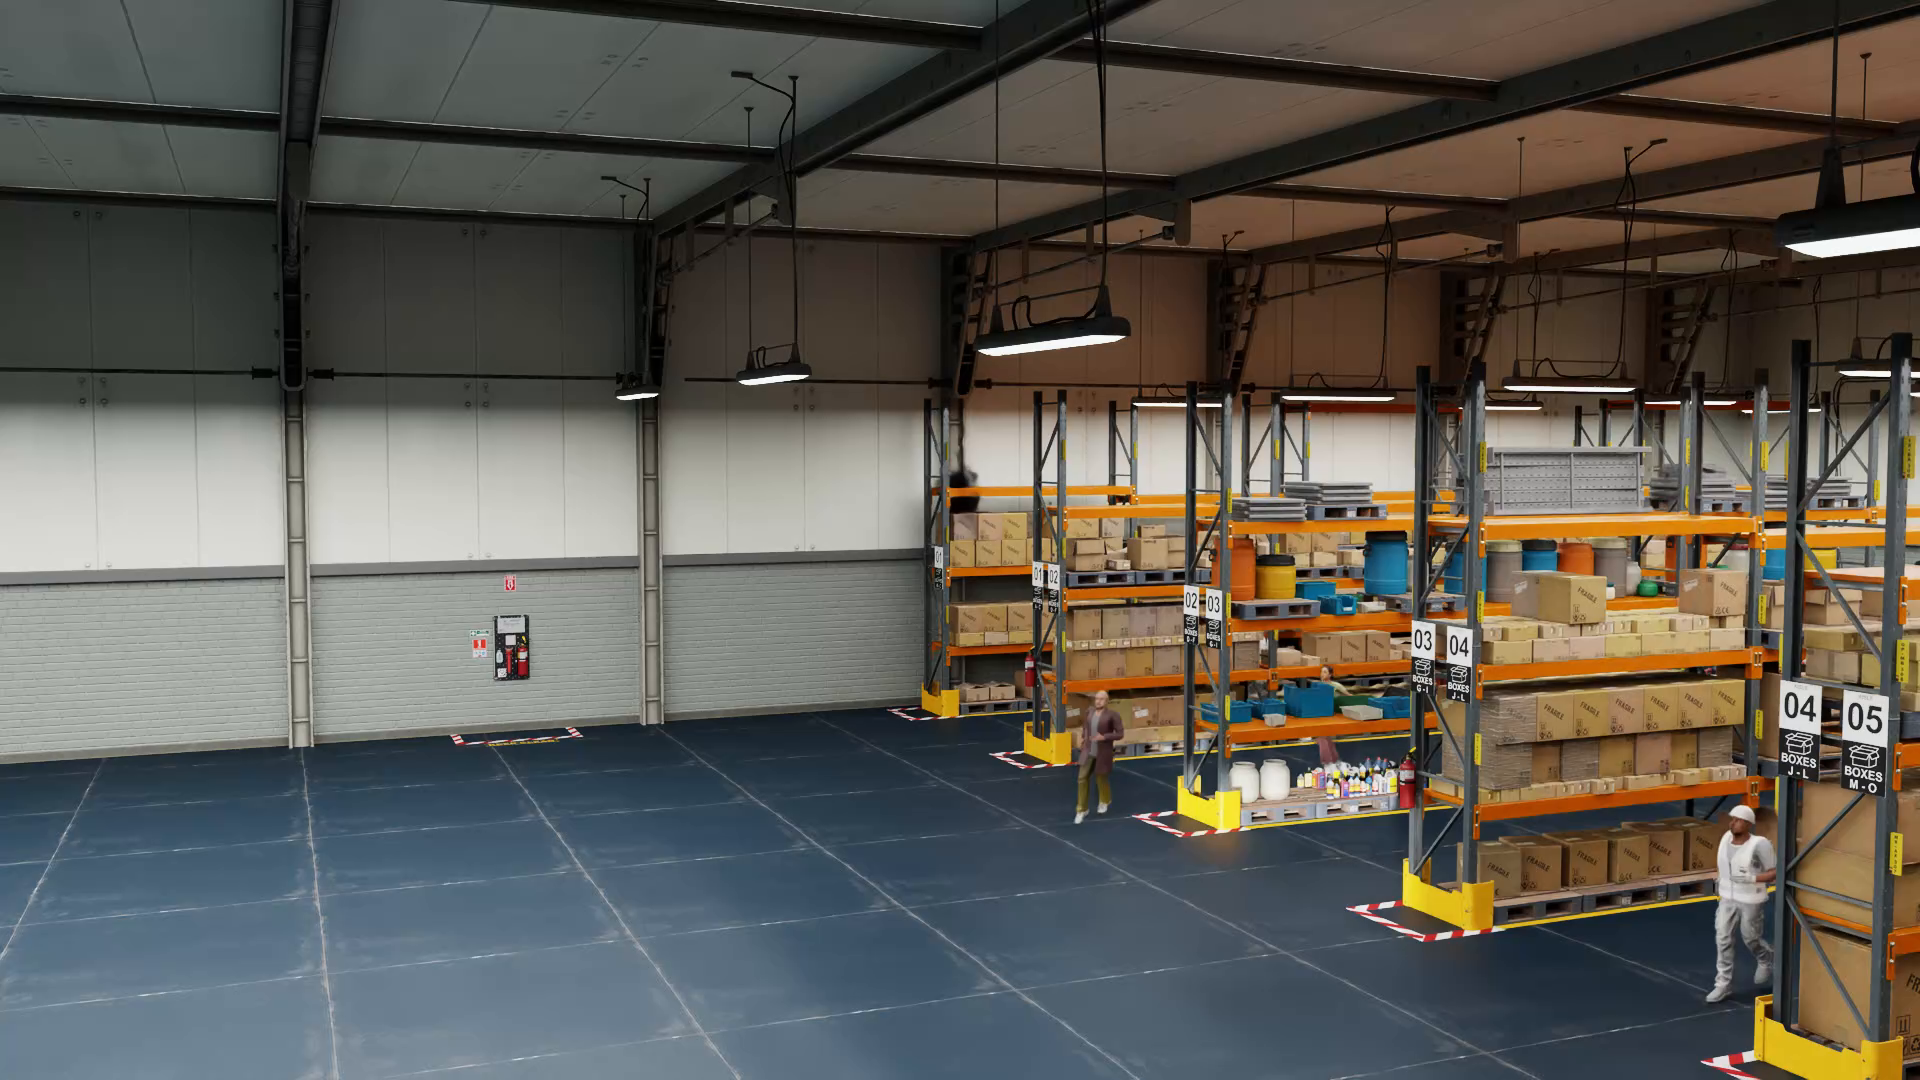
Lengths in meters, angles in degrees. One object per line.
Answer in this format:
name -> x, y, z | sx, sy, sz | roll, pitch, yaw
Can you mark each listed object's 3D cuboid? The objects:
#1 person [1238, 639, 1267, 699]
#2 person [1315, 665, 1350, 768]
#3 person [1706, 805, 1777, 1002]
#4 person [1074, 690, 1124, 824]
person -> 5.483, 2.458, 30.946 | 0.801, 1.839, 0.682 | -2, 4, -25
person -> 5.732, 2.797, 25.997 | 0.708, 1.700, 0.543 | -2, 4, -35
person -> 7.306, 3.357, 15.468 | 0.925, 1.796, 0.647 | -2, 4, -31
person -> 1.942, 2.970, 22.770 | 0.715, 1.833, 0.902 | 2, 4, 30
